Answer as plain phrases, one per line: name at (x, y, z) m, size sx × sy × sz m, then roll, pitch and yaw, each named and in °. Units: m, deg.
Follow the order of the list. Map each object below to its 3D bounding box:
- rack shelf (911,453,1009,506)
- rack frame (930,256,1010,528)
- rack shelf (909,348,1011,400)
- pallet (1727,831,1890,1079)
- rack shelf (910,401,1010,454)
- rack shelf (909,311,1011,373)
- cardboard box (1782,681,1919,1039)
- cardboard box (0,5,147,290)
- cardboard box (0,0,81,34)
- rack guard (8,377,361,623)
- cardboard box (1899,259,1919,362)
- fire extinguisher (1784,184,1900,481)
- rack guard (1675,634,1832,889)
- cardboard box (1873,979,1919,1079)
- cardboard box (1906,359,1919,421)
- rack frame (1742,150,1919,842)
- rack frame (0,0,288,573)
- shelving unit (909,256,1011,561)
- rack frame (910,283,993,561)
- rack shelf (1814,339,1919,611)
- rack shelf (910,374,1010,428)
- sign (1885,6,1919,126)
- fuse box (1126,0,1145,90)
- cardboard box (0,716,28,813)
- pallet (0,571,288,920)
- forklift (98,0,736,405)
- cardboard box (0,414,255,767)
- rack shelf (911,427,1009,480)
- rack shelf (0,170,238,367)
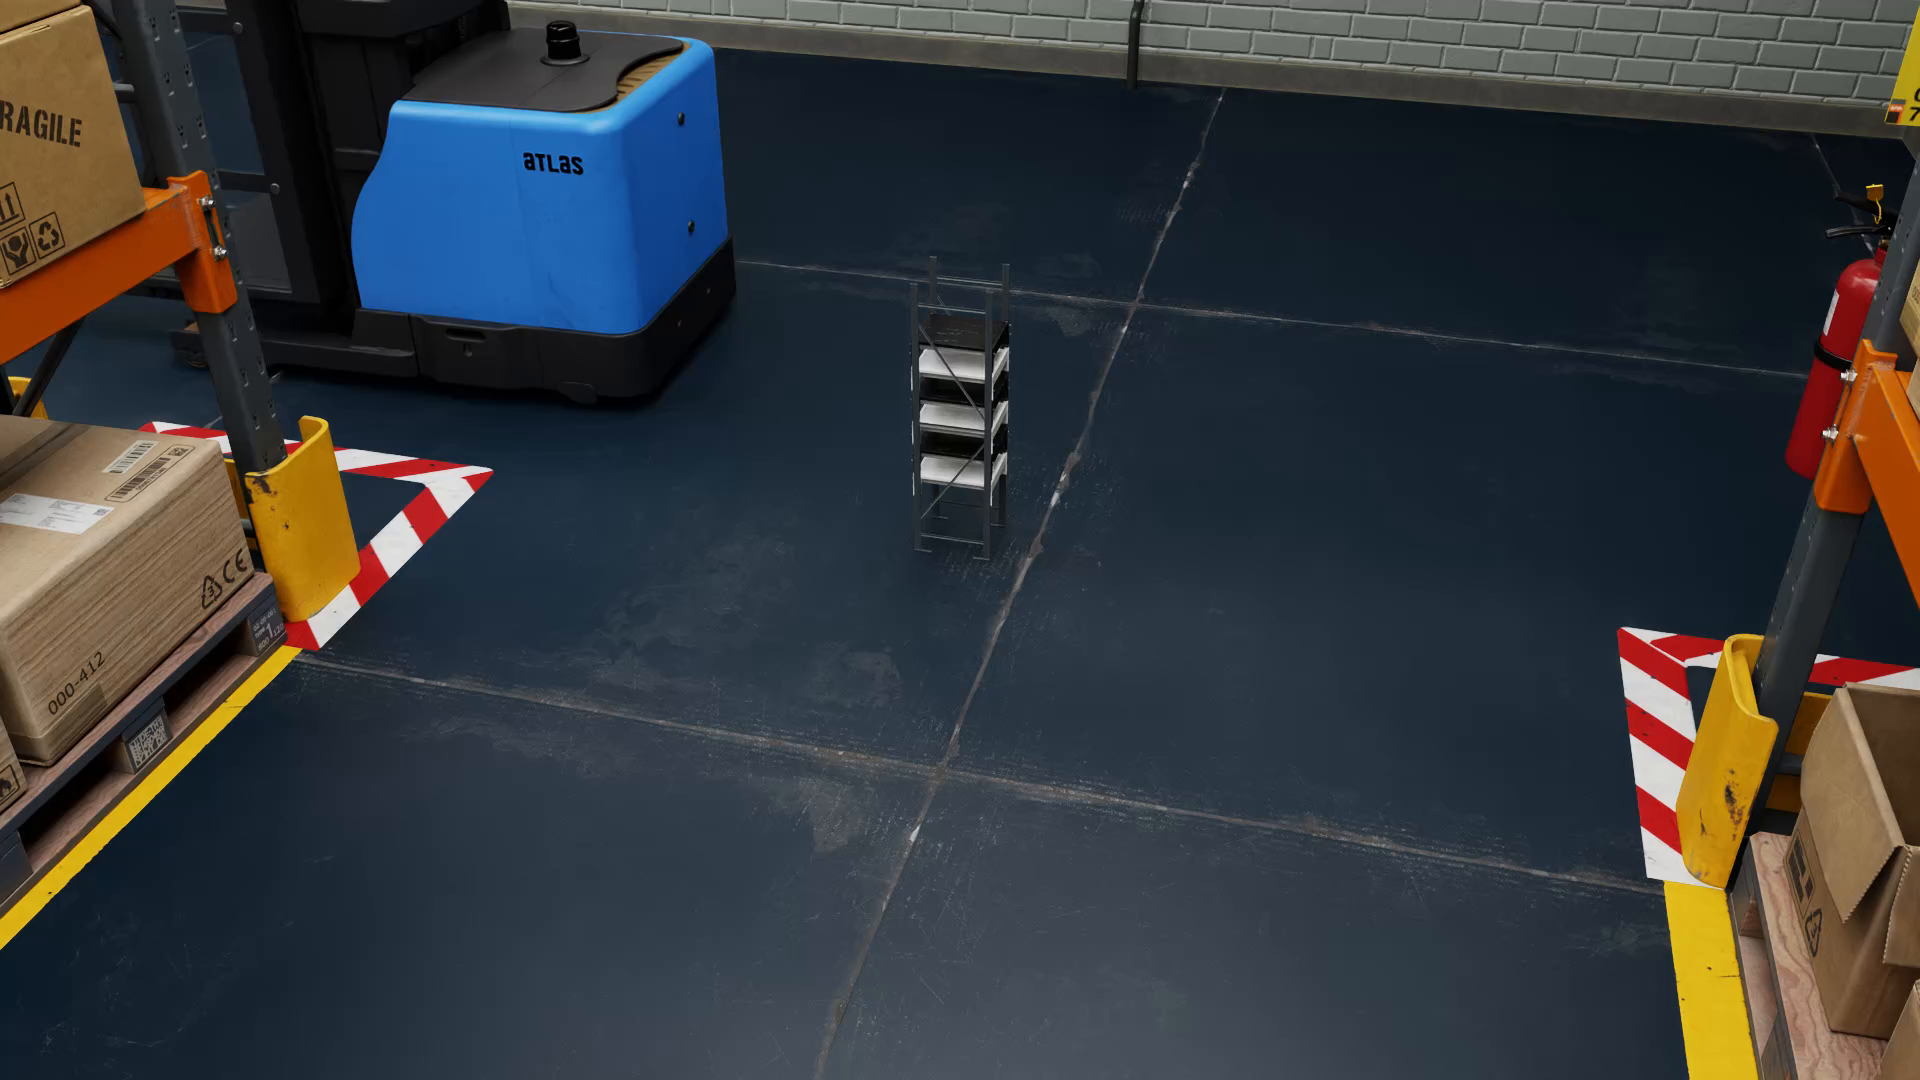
rack shelf at (0.002, -0.204, 5.130) m, size 0.258 × 0.077 × 0.200 m, roll 8°, pitch 33°, yaw 12°
rack frame at (0.028, -0.437, 5.098) m, size 0.240 × 0.900 × 0.006 m, roll 8°, pitch 33°, yaw 12°
rack shelf at (0.002, -0.508, 4.937) m, size 0.258 × 0.077 × 0.200 m, roll 8°, pitch 33°, yaw 12°
pallet at (2.142, 1.132, 3.273) m, size 1.003 × 0.211 × 1.213 m, roll 8°, pitch 33°, yaw 12°
rack shelf at (0.002, -0.356, 5.033) m, size 0.258 × 0.077 × 0.200 m, roll 8°, pitch 33°, yaw 12°
rack shelf at (0.002, -0.584, 4.888) m, size 0.258 × 0.077 × 0.200 m, roll 8°, pitch 33°, yaw 12°
cardboard box at (2.116, 0.682, 3.316) m, size 0.797 × 0.503 × 0.637 m, roll 7°, pitch 33°, yaw 10°
cardboard box at (-2.306, -0.928, 3.821) m, size 0.500 × 0.500 × 0.500 m, roll 8°, pitch 33°, yaw 13°
cardboard box at (-2.331, -1.354, 3.559) m, size 0.500 × 0.500 × 0.500 m, roll 9°, pitch 34°, yaw 14°
rack guard at (-2.433, -0.130, 4.988) m, size 1.175 × 0.500 × 0.348 m, roll 8°, pitch 33°, yaw 12°
cardboard box at (1.987, -0.362, 2.886) m, size 0.500 × 0.250 × 0.500 m, roll 8°, pitch 33°, yaw 13°
fire extinguisher at (1.953, -0.448, 3.578) m, size 0.296 × 0.674 × 0.183 m, roll 8°, pitch 33°, yaw 12°
rack guard at (2.344, 0.596, 3.847) m, size 1.175 × 0.500 × 0.348 m, roll 8°, pitch 33°, yaw 12°
cardboard box at (1.861, 1.122, 2.628) m, size 0.700 × 0.500 × 0.500 m, roll 9°, pitch 34°, yaw 14°
cardboard box at (2.014, -0.259, 3.096) m, size 0.380 × 0.149 × 0.250 m, roll 8°, pitch 33°, yaw 12°
rack frame at (2.363, -0.498, 3.238) m, size 1.000 × 3.000 × 0.127 m, roll 8°, pitch 33°, yaw 12°
rack frame at (-2.439, -1.172, 4.298) m, size 1.000 × 3.000 × 0.127 m, roll 8°, pitch 33°, yaw 12°
shelving unit at (0.002, -0.384, 5.015) m, size 0.258 × 0.900 × 0.210 m, roll 8°, pitch 33°, yaw 12°
rack frame at (-0.024, -0.331, 4.932) m, size 0.240 × 0.900 × 0.006 m, roll 8°, pitch 33°, yaw 12°
rack shelf at (1.855, 0.843, 1.799) m, size 1.077 × 0.370 × 4.000 m, roll 8°, pitch 33°, yaw 12°
rack shelf at (0.002, -0.432, 4.985) m, size 0.258 × 0.077 × 0.200 m, roll 8°, pitch 33°, yaw 12°
sign at (1.838, -0.938, 3.122) m, size 0.100 × 0.325 × 0.005 m, roll 8°, pitch 33°, yaw 12°
fuse box at (0.964, -3.196, 8.683) m, size 0.539 × 1.711 × 0.414 m, roll 8°, pitch 33°, yaw 12°
cardboard box at (-2.734, 0.564, 3.564) m, size 0.875 × 0.438 × 0.875 m, roll 9°, pitch 34°, yaw 14°
pallet at (-2.567, 0.430, 4.377) m, size 1.003 × 0.211 × 1.213 m, roll 8°, pitch 33°, yaw 12°
forklift at (-2.473, -2.131, 5.870) m, size 3.031 × 2.935 × 1.130 m, roll 7°, pitch 33°, yaw 11°
cardboard box at (-2.510, 0.088, 4.313) m, size 0.875 × 0.438 × 0.875 m, roll 7°, pitch 33°, yaw 11°
rack shelf at (0.002, -0.280, 5.081) m, size 0.258 × 0.077 × 0.200 m, roll 8°, pitch 33°, yaw 12°
rack shelf at (-2.947, 0.169, 2.859) m, size 1.077 × 0.370 × 4.000 m, roll 8°, pitch 33°, yaw 12°
